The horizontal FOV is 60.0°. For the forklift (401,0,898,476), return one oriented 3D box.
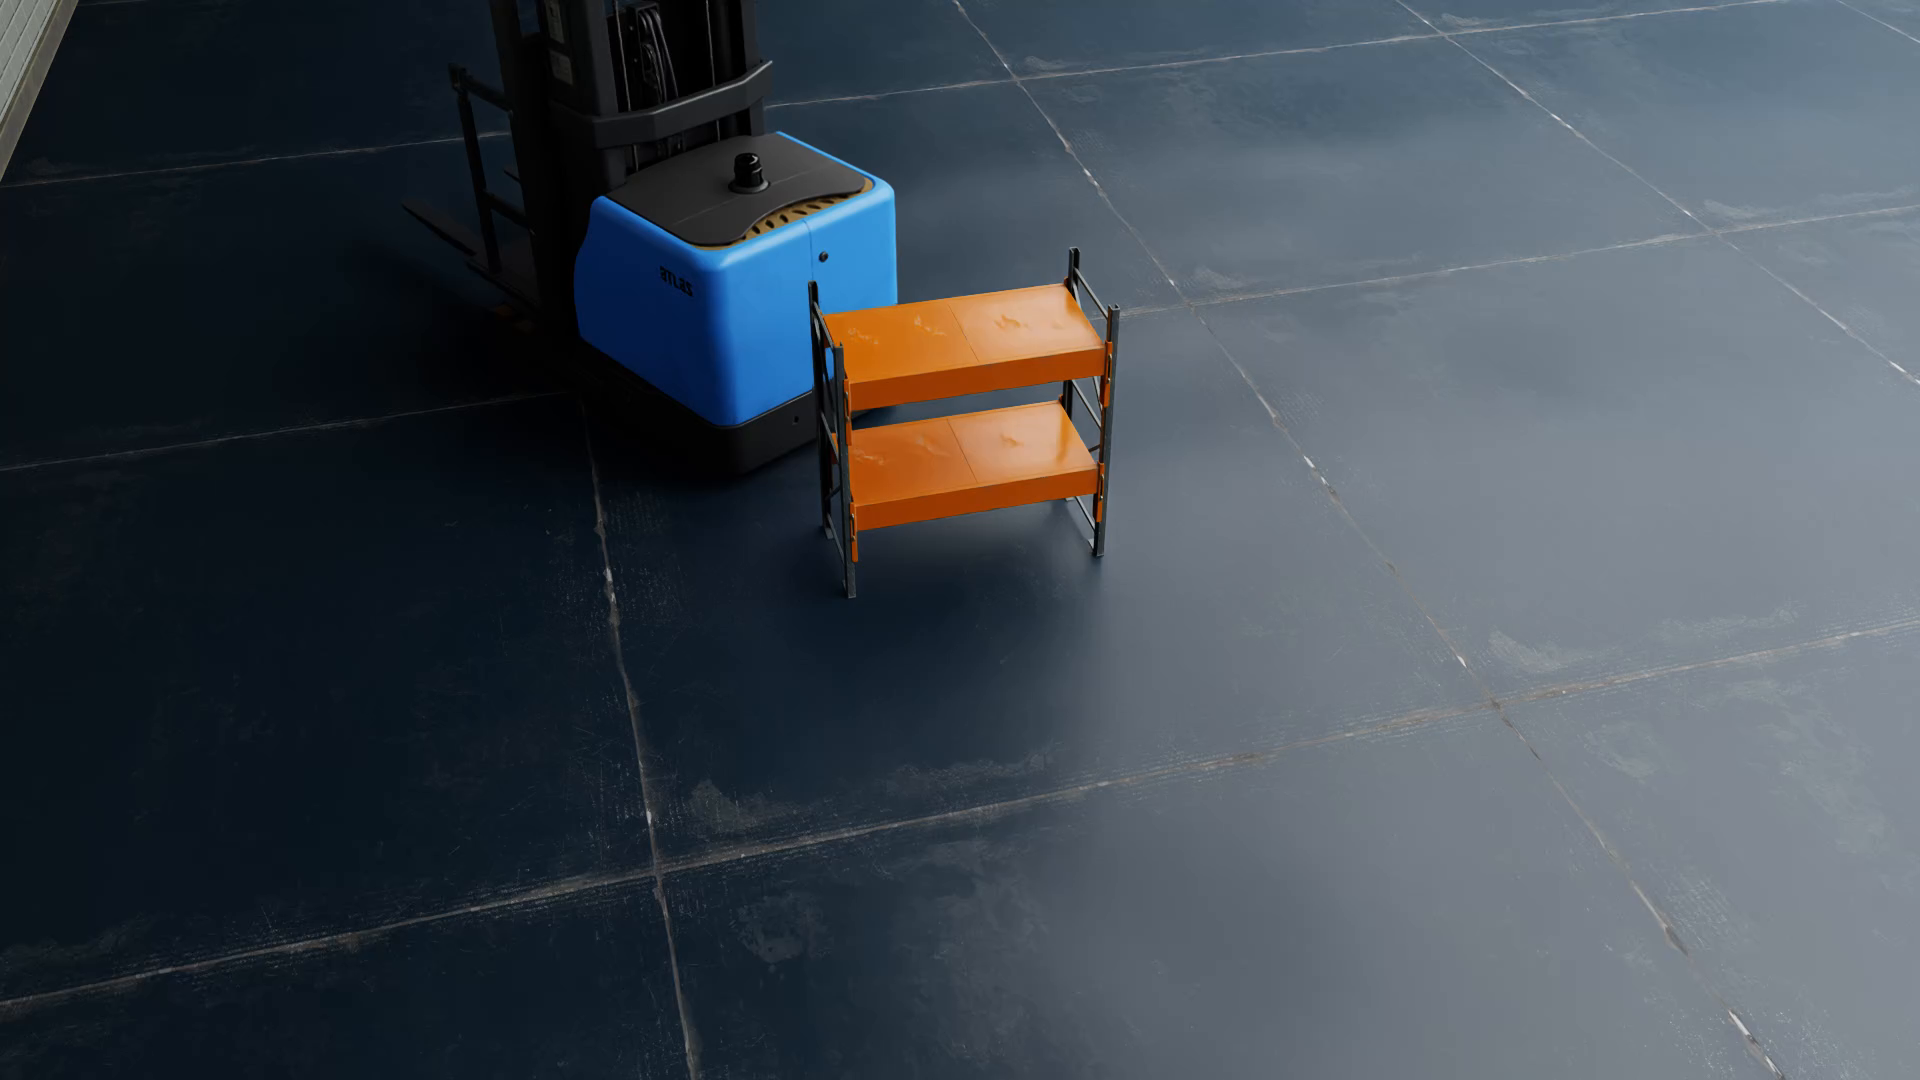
[{"bbox_3d":[-1.639,-2.234,7.258,1.130,2.935,3.031,-30,47,-33],"label":"forklift"}]

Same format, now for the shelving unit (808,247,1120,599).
[{"bbox_3d":[0.007,-0.448,6.410,1.048,1.125,0.538,-9,38,-12],"label":"shelving unit"}]

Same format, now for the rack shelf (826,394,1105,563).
[{"bbox_3d":[0.007,-0.254,6.558,1.000,0.278,0.538,-9,38,-12],"label":"rack shelf"}]

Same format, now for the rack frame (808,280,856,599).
[{"bbox_3d":[-0.484,-0.367,6.304,0.032,1.125,0.500,-9,38,-12],"label":"rack frame"}]

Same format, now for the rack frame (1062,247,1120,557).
[{"bbox_3d":[0.497,-0.528,6.515,0.032,1.125,0.500,-9,38,-12],"label":"rack frame"}]

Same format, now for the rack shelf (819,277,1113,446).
[{"bbox_3d":[0.007,-0.680,6.232,1.000,0.278,0.538,-9,38,-12],"label":"rack shelf"}]
